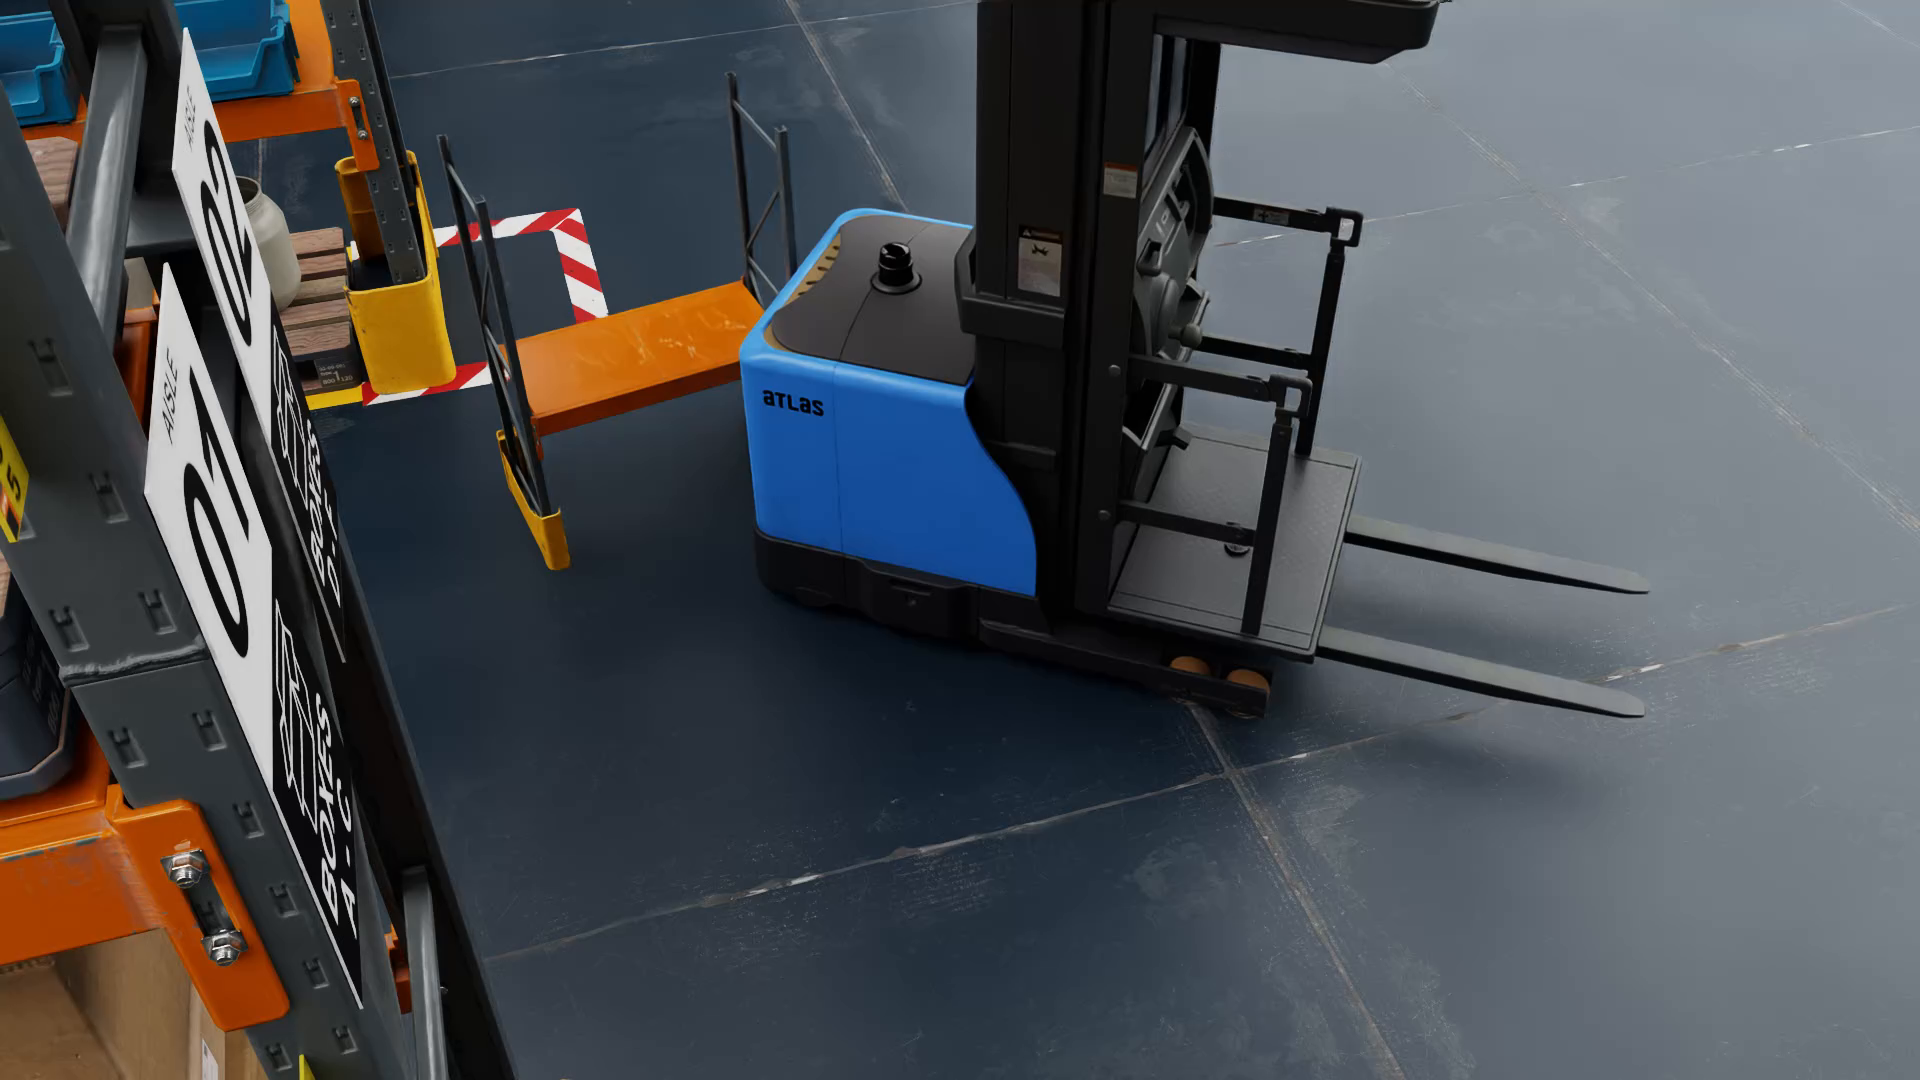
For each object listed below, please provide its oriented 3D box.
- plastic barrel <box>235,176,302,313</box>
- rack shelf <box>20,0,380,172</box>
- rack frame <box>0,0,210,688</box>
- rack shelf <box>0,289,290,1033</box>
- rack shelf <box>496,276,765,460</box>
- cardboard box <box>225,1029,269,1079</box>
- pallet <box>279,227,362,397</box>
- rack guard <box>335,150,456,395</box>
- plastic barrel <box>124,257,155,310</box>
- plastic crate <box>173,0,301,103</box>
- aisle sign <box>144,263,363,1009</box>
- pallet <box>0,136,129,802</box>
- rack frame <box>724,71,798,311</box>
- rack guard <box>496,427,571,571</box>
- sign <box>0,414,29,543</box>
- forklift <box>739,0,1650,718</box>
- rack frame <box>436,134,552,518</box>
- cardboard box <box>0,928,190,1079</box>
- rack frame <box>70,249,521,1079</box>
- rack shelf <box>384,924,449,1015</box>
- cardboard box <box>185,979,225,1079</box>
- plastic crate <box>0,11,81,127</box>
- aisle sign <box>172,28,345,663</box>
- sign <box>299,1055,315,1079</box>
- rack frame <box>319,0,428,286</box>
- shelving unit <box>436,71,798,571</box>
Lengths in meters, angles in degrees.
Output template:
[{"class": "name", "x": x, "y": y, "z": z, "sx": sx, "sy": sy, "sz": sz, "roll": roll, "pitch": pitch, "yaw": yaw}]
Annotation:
[{"class": "plastic barrel", "x": -3.005, "y": -1.212, "z": 6.929, "sx": 0.421, "sy": 0.512, "sz": 0.421, "roll": 0, "pitch": 41, "yaw": 0}, {"class": "rack shelf", "x": -4.307, "y": -1.503, "z": 6.237, "sx": 4.000, "sy": 0.370, "sz": 1.077, "roll": -12, "pitch": 42, "yaw": -13}, {"class": "rack frame", "x": -0.915, "y": -1.319, "z": 0.920, "sx": 0.127, "sy": 3.000, "sz": 1.000, "roll": -12, "pitch": 42, "yaw": -13}, {"class": "rack shelf", "x": -2.823, "y": 0.477, "z": 1.691, "sx": 4.000, "sy": 0.370, "sz": 1.077, "roll": -12, "pitch": 42, "yaw": -13}, {"class": "rack shelf", "x": -1.153, "y": -0.650, "z": 6.127, "sx": 1.000, "sy": 0.185, "sz": 0.538, "roll": -19, "pitch": 45, "yaw": -20}, {"class": "cardboard box", "x": -1.365, "y": 0.987, "z": 2.765, "sx": 0.500, "sy": 0.500, "sz": 0.700, "roll": -12, "pitch": 42, "yaw": -13}, {"class": "pallet", "x": -3.235, "y": -0.917, "z": 7.139, "sx": 1.213, "sy": 0.211, "sz": 1.003, "roll": -12, "pitch": 42, "yaw": -13}, {"class": "rack guard", "x": -2.458, "y": -1.183, "z": 7.224, "sx": 0.348, "sy": 0.500, "sz": 1.175, "roll": -12, "pitch": 42, "yaw": -13}, {"class": "plastic barrel", "x": -3.483, "y": -1.113, "z": 6.816, "sx": 0.421, "sy": 0.512, "sz": 0.421, "roll": 0, "pitch": 41, "yaw": 0}, {"class": "plastic crate", "x": -2.787, "y": -1.826, "z": 6.173, "sx": 0.616, "sy": 0.251, "sz": 0.499, "roll": -12, "pitch": 42, "yaw": -13}, {"class": "aisle sign", "x": -0.765, "y": 0.133, "z": 1.842, "sx": 0.004, "sy": 0.787, "sz": 0.394, "roll": -12, "pitch": 42, "yaw": -13}, {"class": "pallet", "x": -1.598, "y": -0.033, "z": 1.795, "sx": 1.213, "sy": 0.211, "sz": 1.003, "roll": -12, "pitch": 42, "yaw": -13}, {"class": "rack frame", "x": -0.702, "y": -0.939, "z": 6.185, "sx": 0.032, "sy": 1.500, "sz": 0.500, "roll": -19, "pitch": 45, "yaw": -20}, {"class": "rack guard", "x": -1.603, "y": -0.161, "z": 6.244, "sx": 0.087, "sy": 0.250, "sz": 0.587, "roll": -19, "pitch": 45, "yaw": -20}, {"class": "sign", "x": -0.766, "y": -0.150, "z": 1.249, "sx": 0.005, "sy": 0.325, "sz": 0.100, "roll": -12, "pitch": 42, "yaw": -13}, {"class": "forklift", "x": 0.844, "y": -0.902, "z": 5.055, "sx": 3.031, "sy": 2.935, "sz": 1.130, "roll": 12, "pitch": 43, "yaw": 14}, {"class": "rack frame", "x": -1.605, "y": -0.631, "z": 5.833, "sx": 0.032, "sy": 1.500, "sz": 0.500, "roll": -19, "pitch": 45, "yaw": -20}, {"class": "cardboard box", "x": -1.415, "y": 0.509, "z": 2.326, "sx": 0.500, "sy": 0.500, "sz": 0.700, "roll": -12, "pitch": 42, "yaw": -13}, {"class": "rack frame", "x": -0.915, "y": 0.940, "z": 2.894, "sx": 0.127, "sy": 3.000, "sz": 1.000, "roll": -12, "pitch": 42, "yaw": -13}, {"class": "rack shelf", "x": -2.823, "y": 1.606, "z": 2.678, "sx": 4.000, "sy": 0.370, "sz": 1.077, "roll": -12, "pitch": 42, "yaw": -13}, {"class": "cardboard box", "x": -1.223, "y": 0.853, "z": 2.424, "sx": 0.250, "sy": 0.149, "sz": 0.380, "roll": -12, "pitch": 43, "yaw": -14}, {"class": "plastic crate", "x": -3.408, "y": -1.701, "z": 6.031, "sx": 0.408, "sy": 0.251, "sz": 0.499, "roll": -12, "pitch": 42, "yaw": -13}, {"class": "aisle sign", "x": -0.945, "y": -0.244, "z": 2.273, "sx": 0.004, "sy": 0.787, "sz": 0.394, "roll": -12, "pitch": 42, "yaw": -13}, {"class": "sign", "x": -0.766, "y": 0.758, "z": 2.042, "sx": 0.005, "sy": 0.325, "sz": 0.100, "roll": -12, "pitch": 42, "yaw": -13}, {"class": "rack frame", "x": -2.400, "y": -2.169, "z": 6.453, "sx": 0.127, "sy": 3.000, "sz": 1.000, "roll": -12, "pitch": 42, "yaw": -13}, {"class": "shelving unit", "x": -1.161, "y": -0.783, "z": 6.006, "sx": 1.083, "sy": 1.500, "sz": 0.587, "roll": -19, "pitch": 45, "yaw": -20}]
